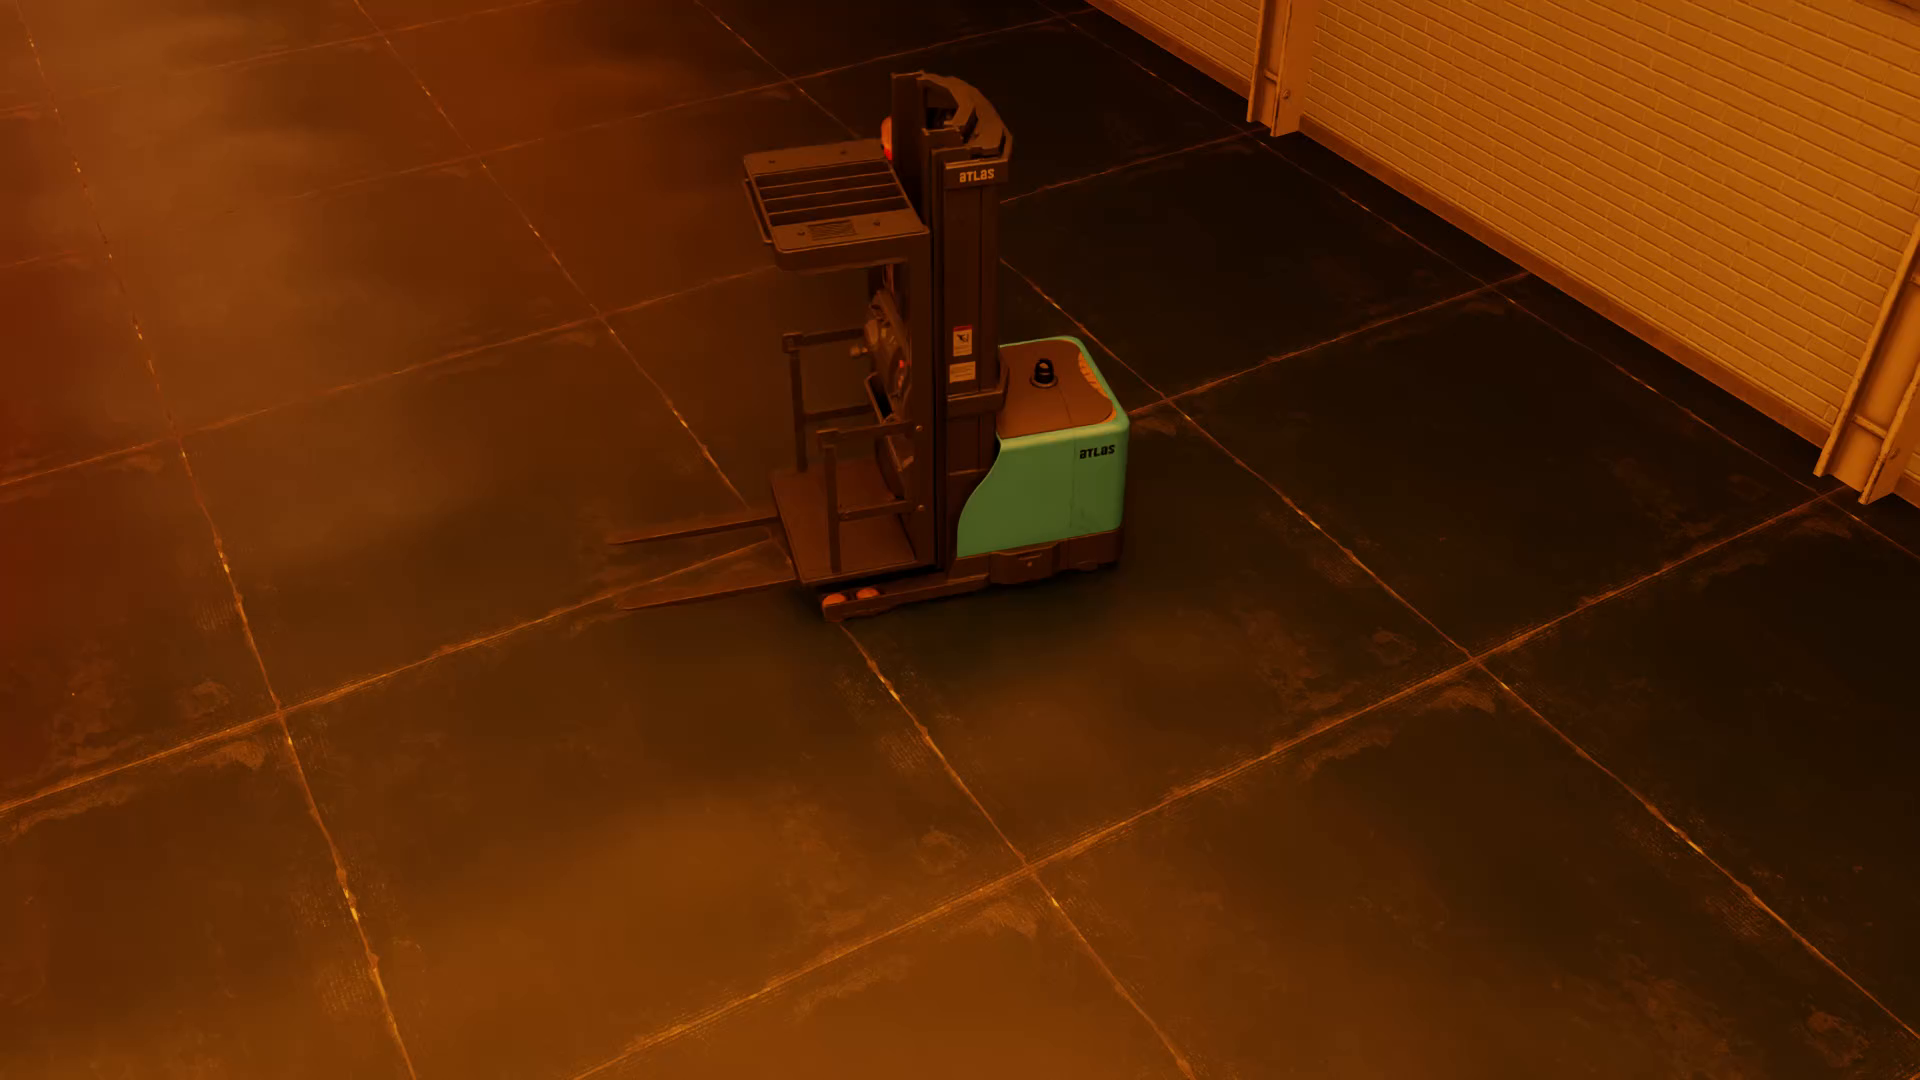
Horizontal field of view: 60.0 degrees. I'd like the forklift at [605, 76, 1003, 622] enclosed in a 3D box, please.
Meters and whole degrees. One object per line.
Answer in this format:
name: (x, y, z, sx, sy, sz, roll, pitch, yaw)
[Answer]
forklift: (-0.657, -0.983, 9.271, 2.884, 2.867, 1.101, -10, 41, -12)
